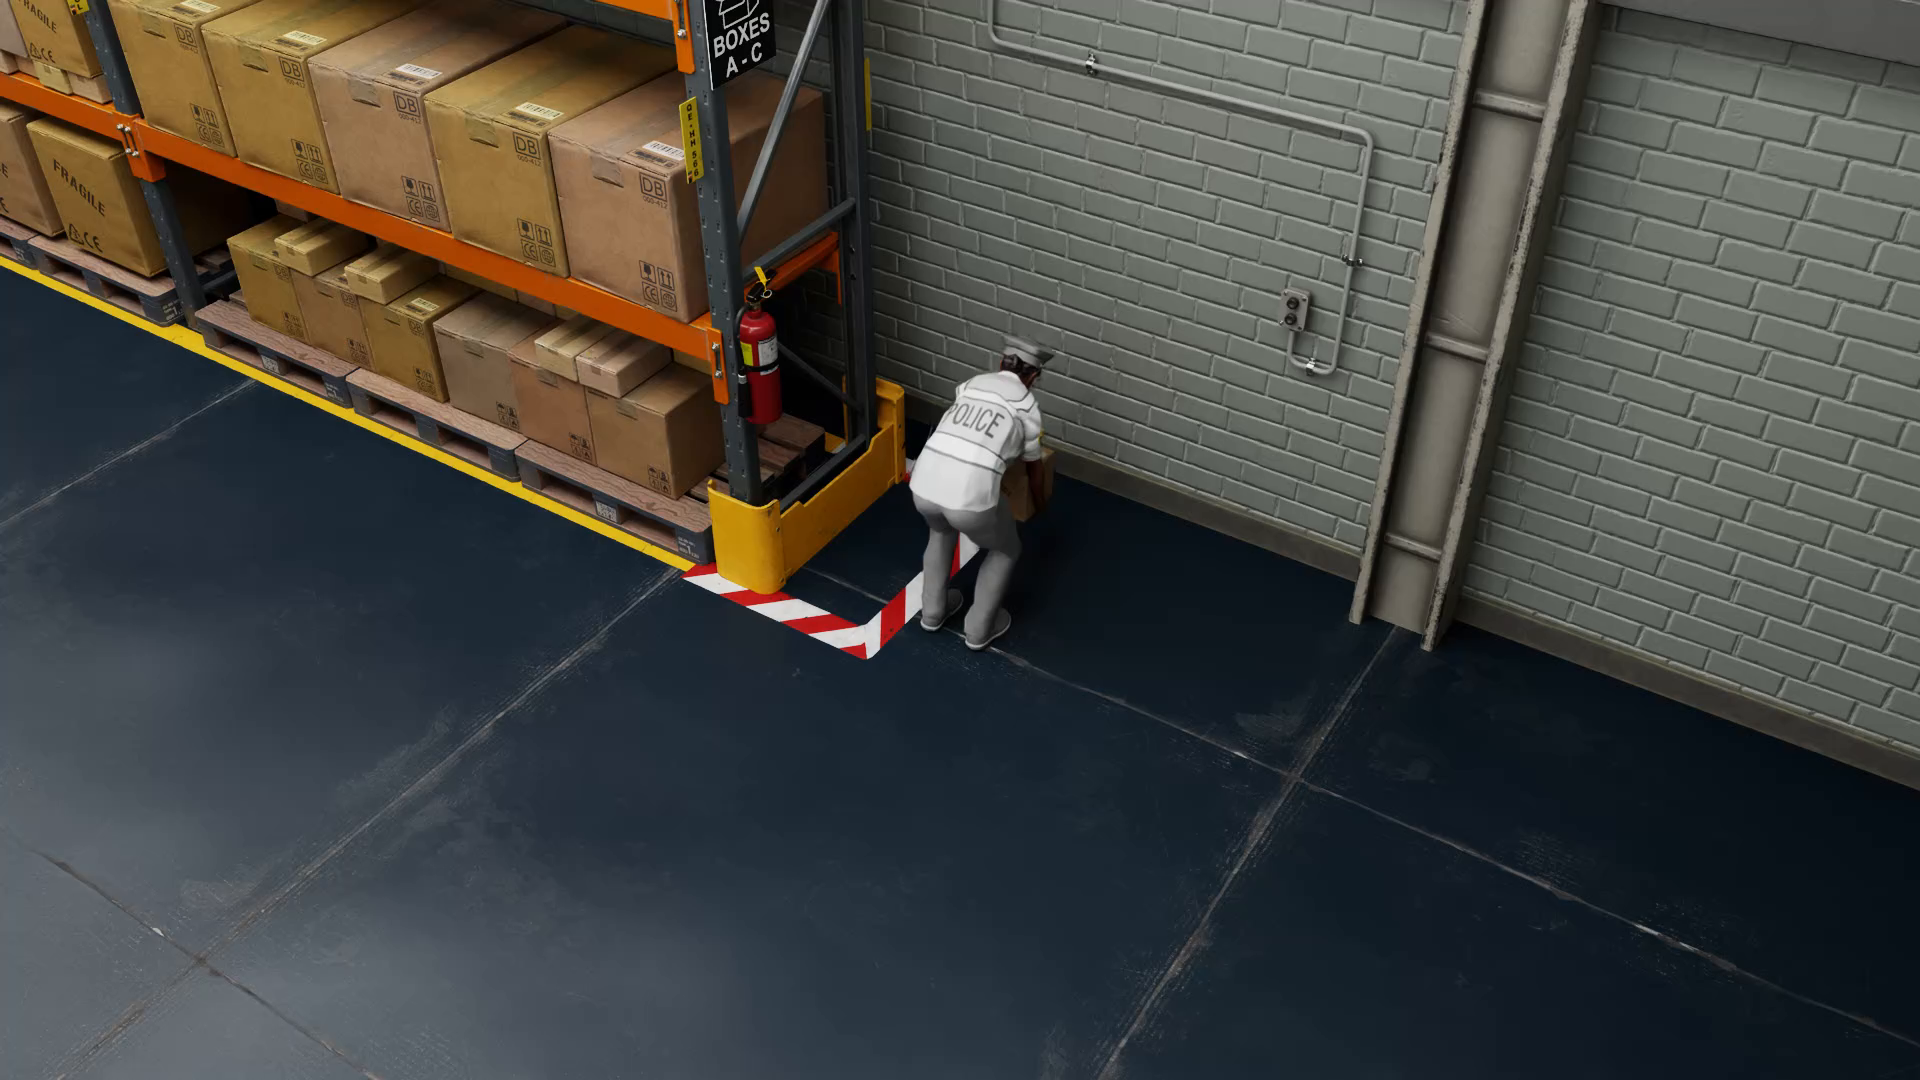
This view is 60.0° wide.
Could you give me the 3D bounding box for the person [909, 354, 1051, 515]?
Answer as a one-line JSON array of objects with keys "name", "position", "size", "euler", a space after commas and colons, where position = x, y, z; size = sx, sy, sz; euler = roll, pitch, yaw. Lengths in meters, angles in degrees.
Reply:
[{"name": "person", "position": [0.108, -0.351, 7.145], "size": [0.411, 0.802, 0.844], "euler": [20, 43, 23]}]
